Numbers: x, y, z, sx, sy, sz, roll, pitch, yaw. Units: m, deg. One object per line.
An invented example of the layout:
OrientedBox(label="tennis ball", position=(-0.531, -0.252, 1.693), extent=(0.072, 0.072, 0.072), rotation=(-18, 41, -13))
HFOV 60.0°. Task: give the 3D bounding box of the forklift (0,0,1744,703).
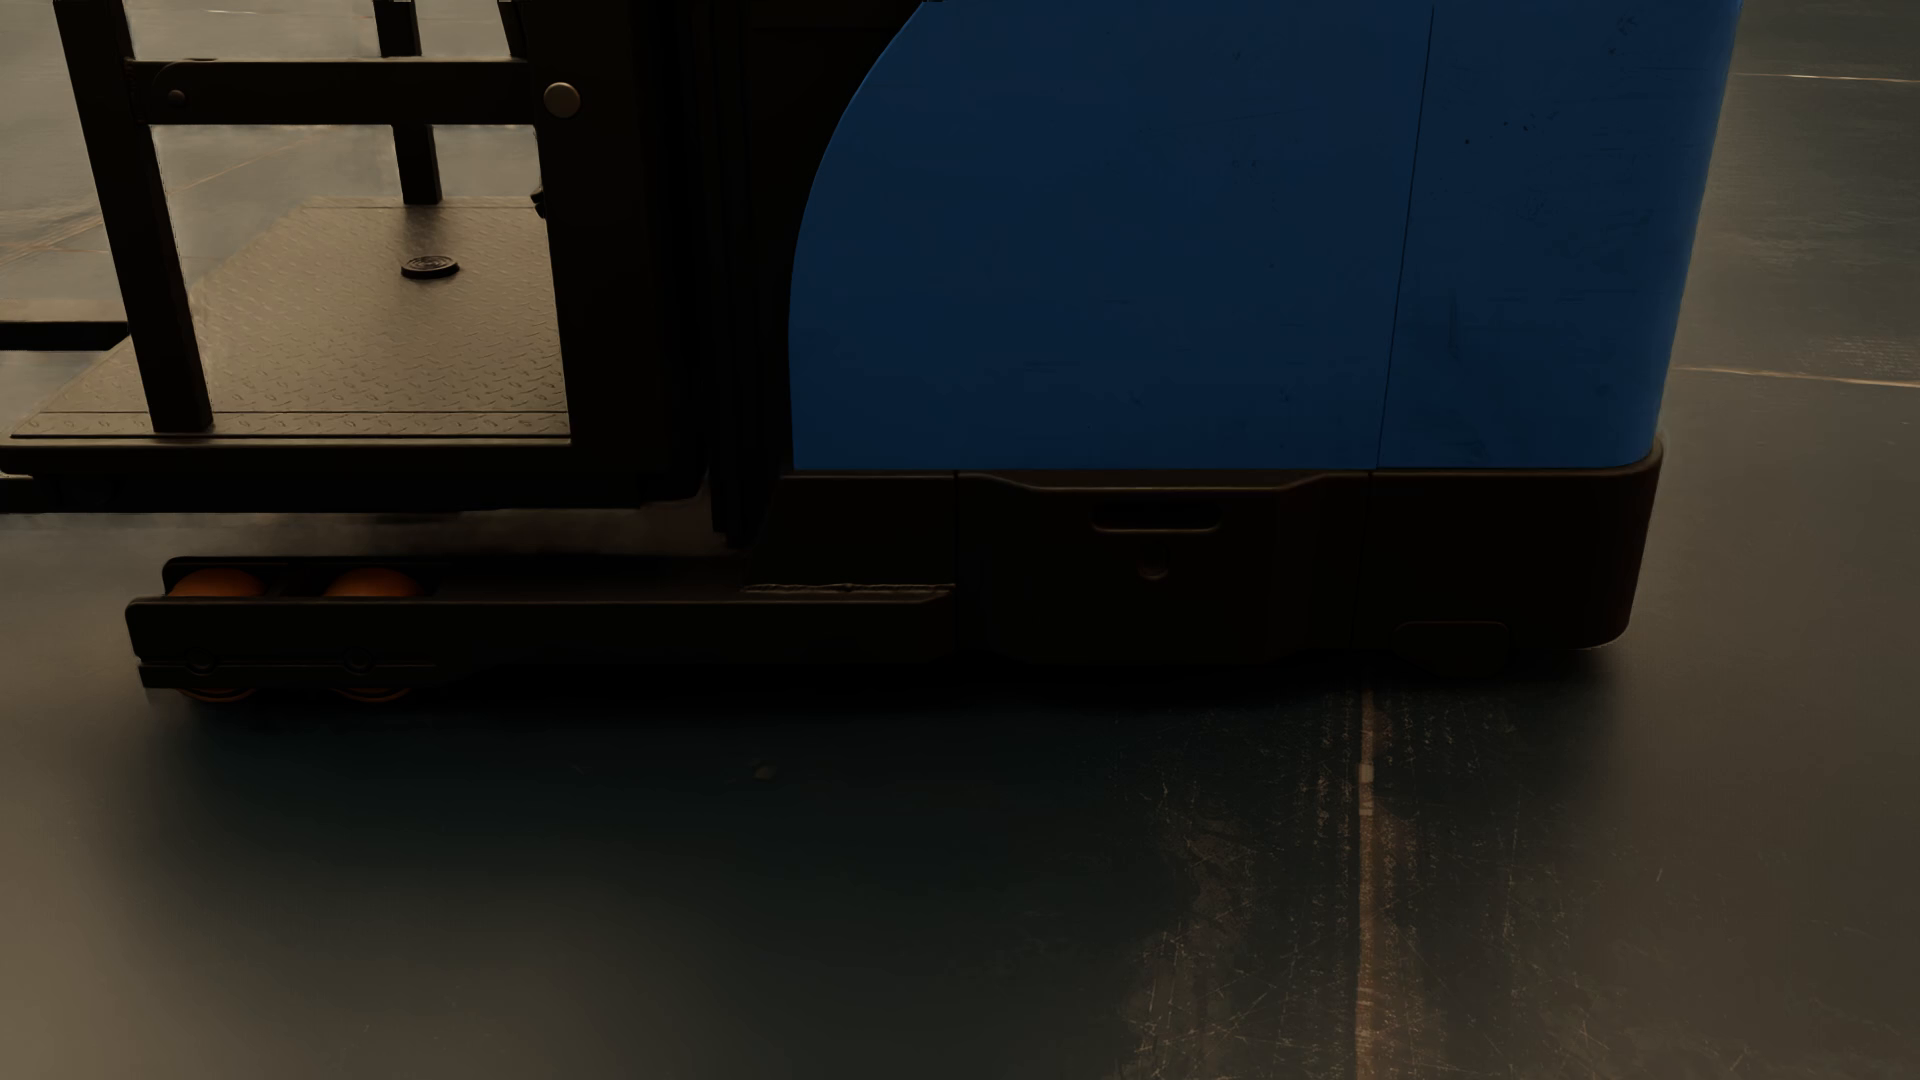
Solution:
OrientedBox(label="forklift", position=(-0.652, -1.343, 1.907), extent=(3.031, 2.935, 1.130), rotation=(0, 27, 0))
